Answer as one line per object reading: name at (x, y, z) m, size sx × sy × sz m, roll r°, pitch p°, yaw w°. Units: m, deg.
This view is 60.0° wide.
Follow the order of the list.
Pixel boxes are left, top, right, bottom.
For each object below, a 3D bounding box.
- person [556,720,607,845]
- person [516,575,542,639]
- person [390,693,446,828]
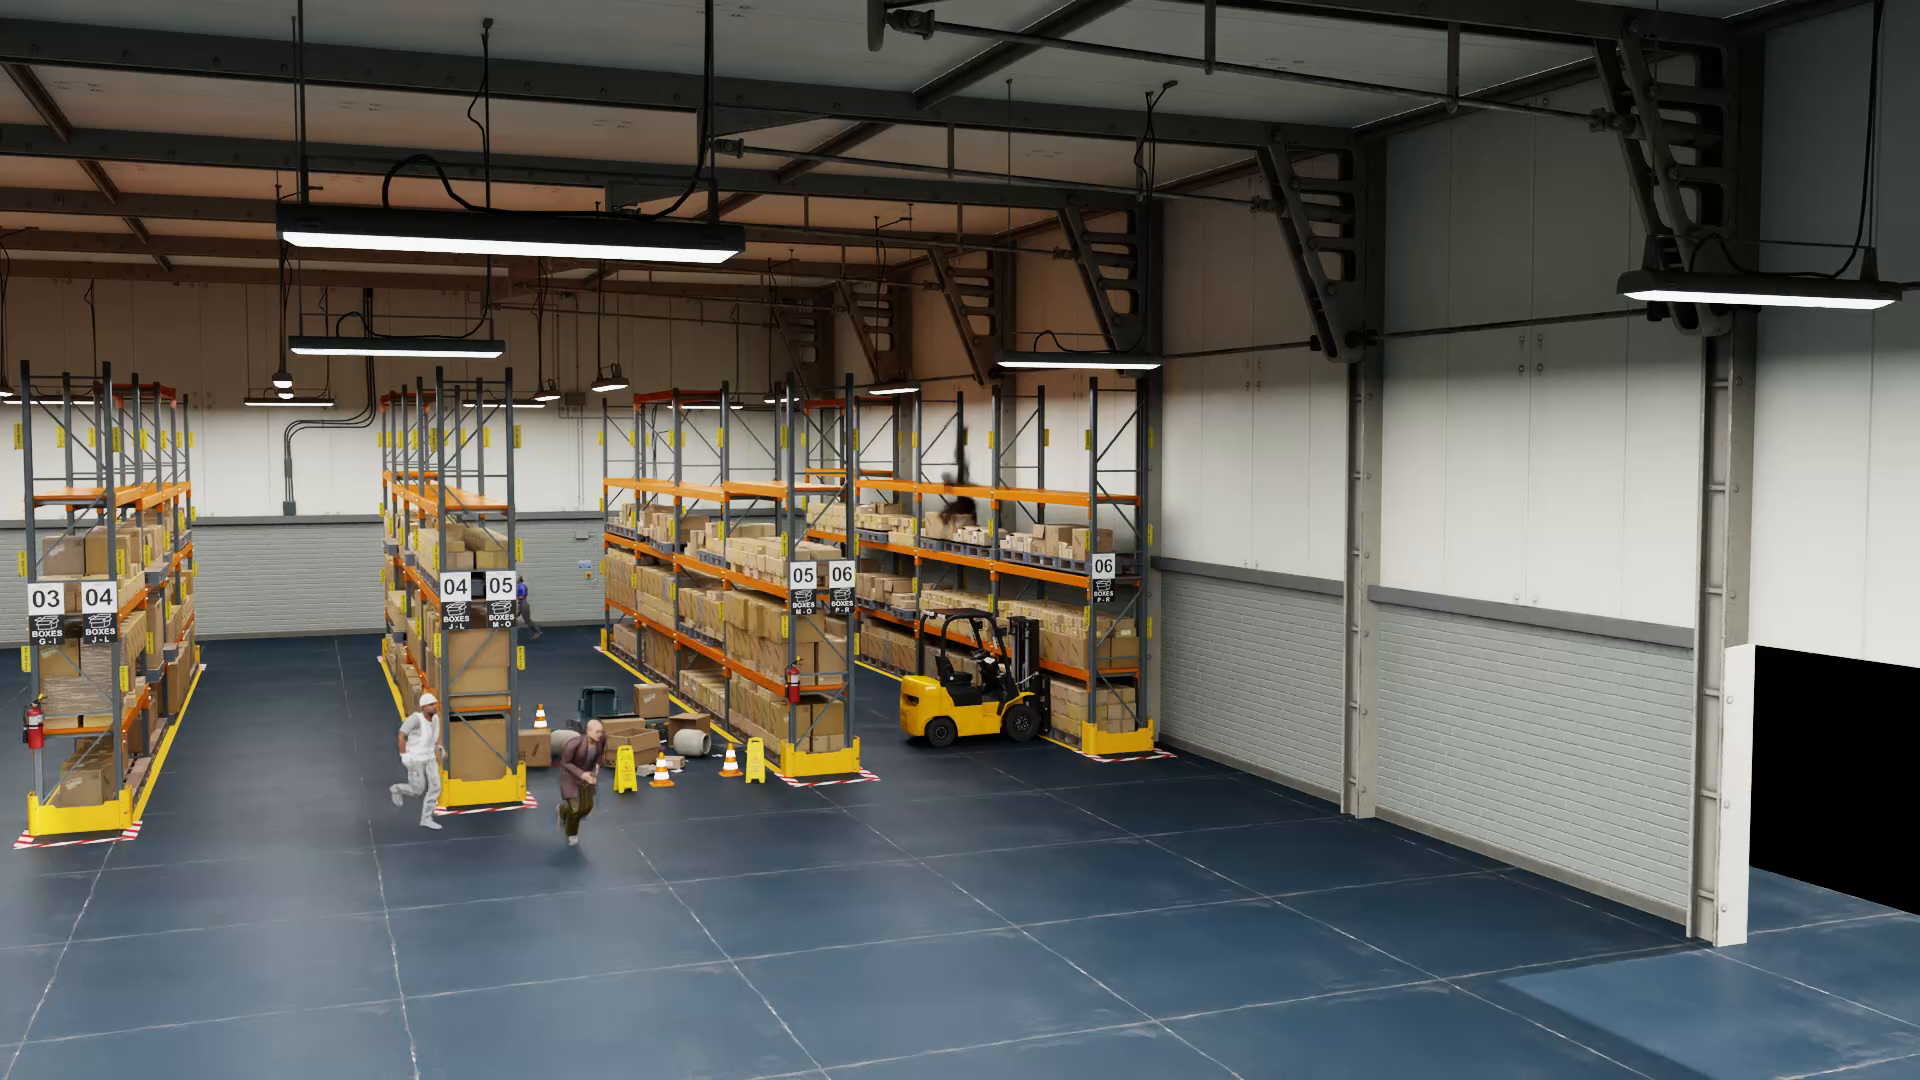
person at (-4.685, 2.978, 20.593) m, size 0.873 × 1.589 × 0.733 m, roll 3°, pitch 4°, yaw 40°
person at (-10.839, 1.709, 41.376) m, size 0.833 × 1.686 × 0.600 m, roll -2°, pitch 4°, yaw -32°
person at (-7.056, 2.856, 21.612) m, size 0.801 × 1.752 × 0.704 m, roll 2°, pitch 4°, yaw 25°
